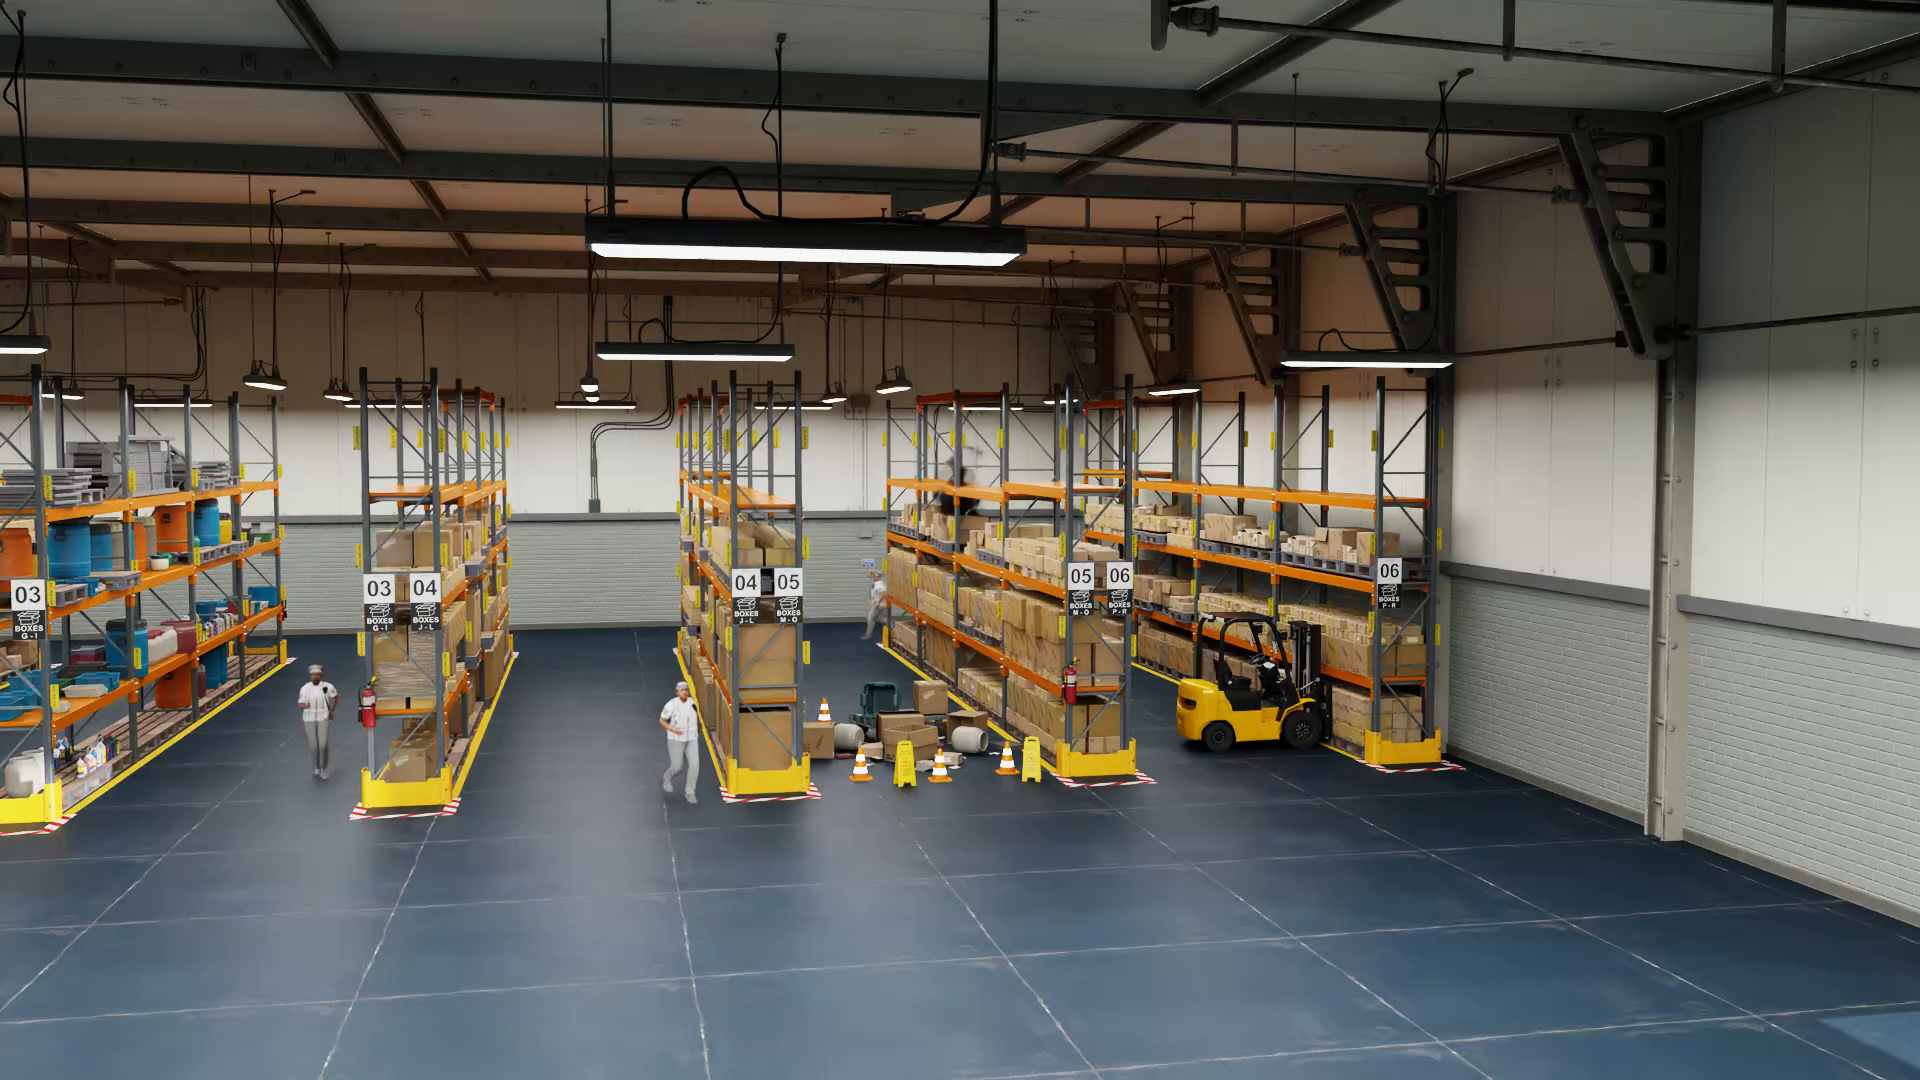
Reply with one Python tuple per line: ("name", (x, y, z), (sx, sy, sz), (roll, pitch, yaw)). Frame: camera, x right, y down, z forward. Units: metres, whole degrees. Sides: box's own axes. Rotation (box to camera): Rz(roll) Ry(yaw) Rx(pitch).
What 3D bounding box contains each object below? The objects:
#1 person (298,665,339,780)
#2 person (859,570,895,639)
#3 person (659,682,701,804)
("person", (-9.511, 2.701, 24.599), (0.532, 1.728, 0.667), (-1, 4, -15))
("person", (-2.086, 1.625, 41.695), (0.934, 1.747, 0.719), (0, 3, 6))
("person", (-3.892, 2.803, 23.230), (0.615, 1.660, 0.739), (-2, 4, -32))
